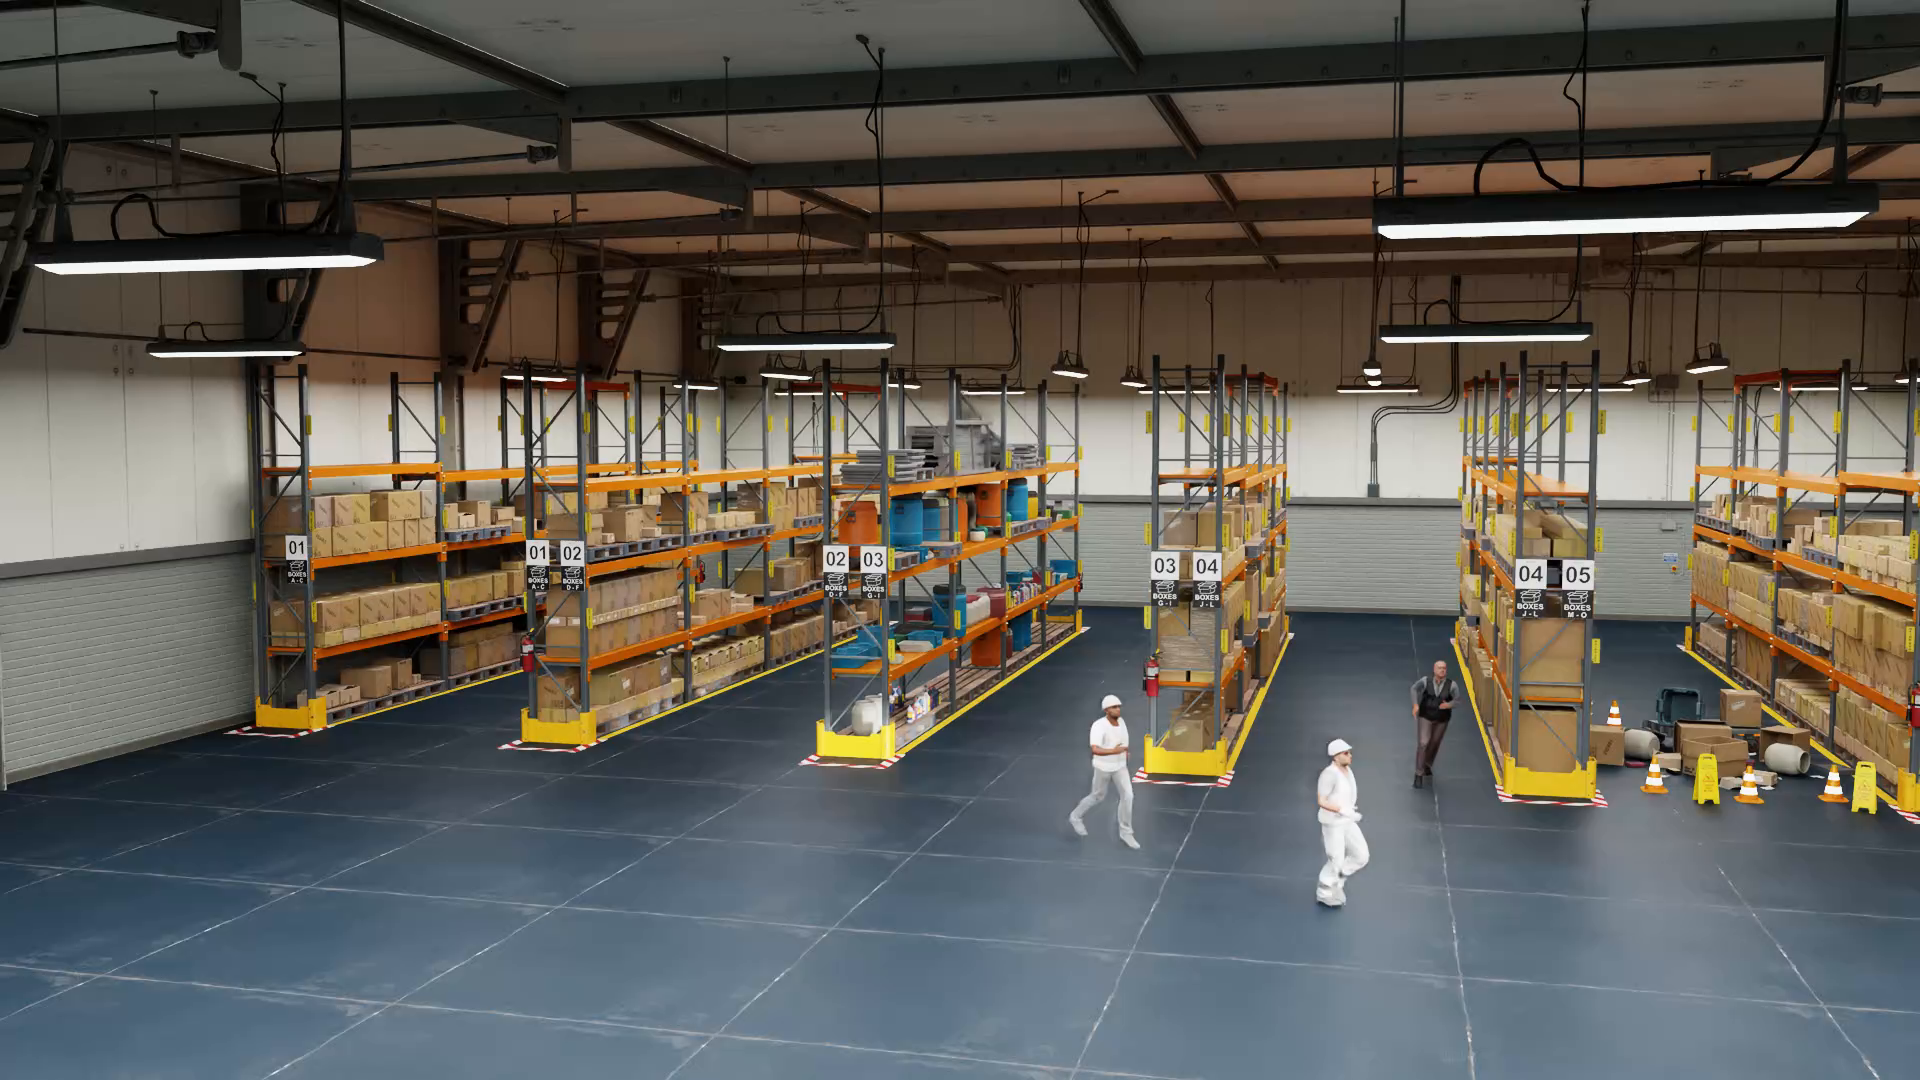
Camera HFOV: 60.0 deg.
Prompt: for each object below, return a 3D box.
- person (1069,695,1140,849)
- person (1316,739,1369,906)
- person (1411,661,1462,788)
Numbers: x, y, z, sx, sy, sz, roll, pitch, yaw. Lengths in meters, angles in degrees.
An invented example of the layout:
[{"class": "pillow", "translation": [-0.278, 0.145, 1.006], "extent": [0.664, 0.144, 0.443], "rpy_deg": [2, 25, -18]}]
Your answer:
[{"class": "person", "translation": [1.762, 2.744, 19.940], "extent": [0.711, 1.806, 0.940], "rpy_deg": [-3, 5, -41]}, {"class": "person", "translation": [3.949, 2.930, 17.164], "extent": [0.651, 1.744, 0.609], "rpy_deg": [-4, 5, -44]}, {"class": "person", "translation": [6.662, 2.594, 23.278], "extent": [0.668, 1.653, 0.868], "rpy_deg": [1, 4, 9]}]
